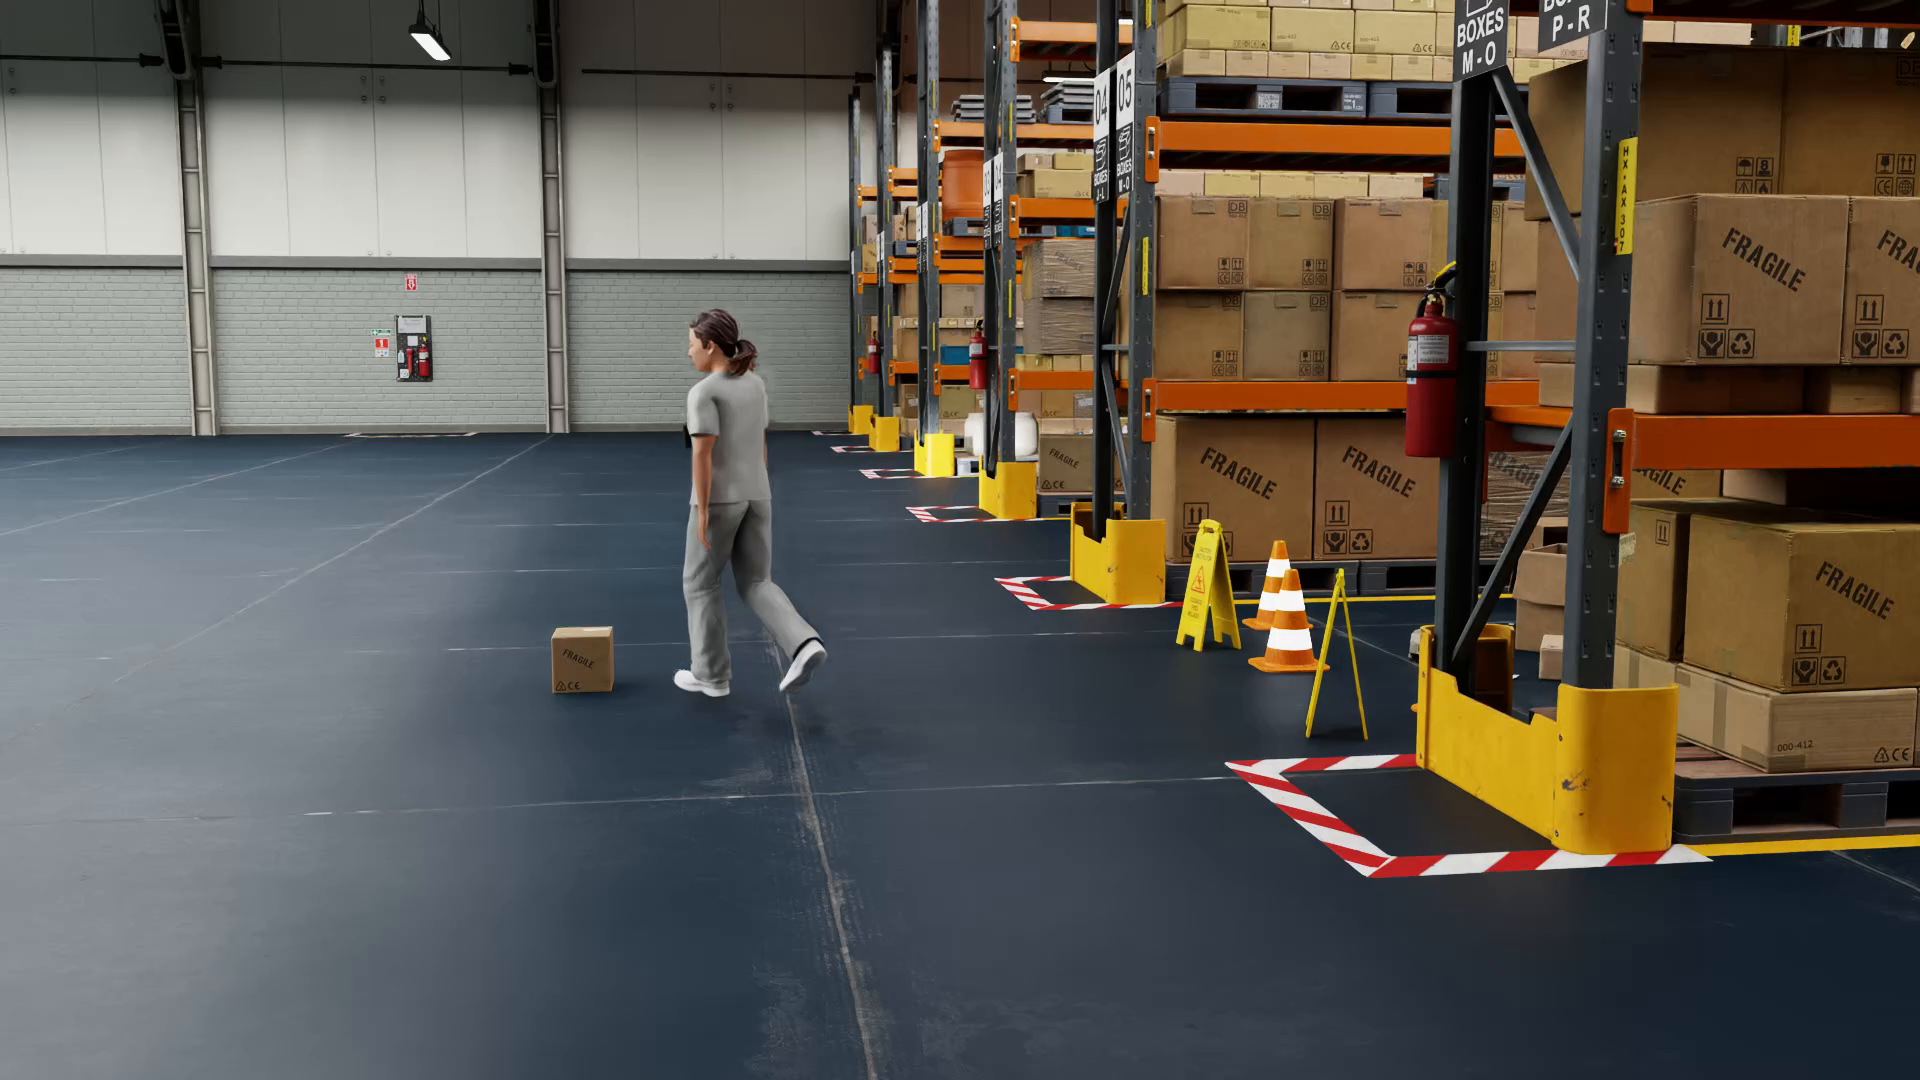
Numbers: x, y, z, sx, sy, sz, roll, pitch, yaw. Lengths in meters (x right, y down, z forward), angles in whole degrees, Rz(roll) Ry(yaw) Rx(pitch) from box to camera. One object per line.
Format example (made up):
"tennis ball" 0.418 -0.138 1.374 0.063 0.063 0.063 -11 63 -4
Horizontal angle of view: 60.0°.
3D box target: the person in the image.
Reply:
"person" -0.938 -0.133 6.937 0.858 1.651 0.451 6 9 43
